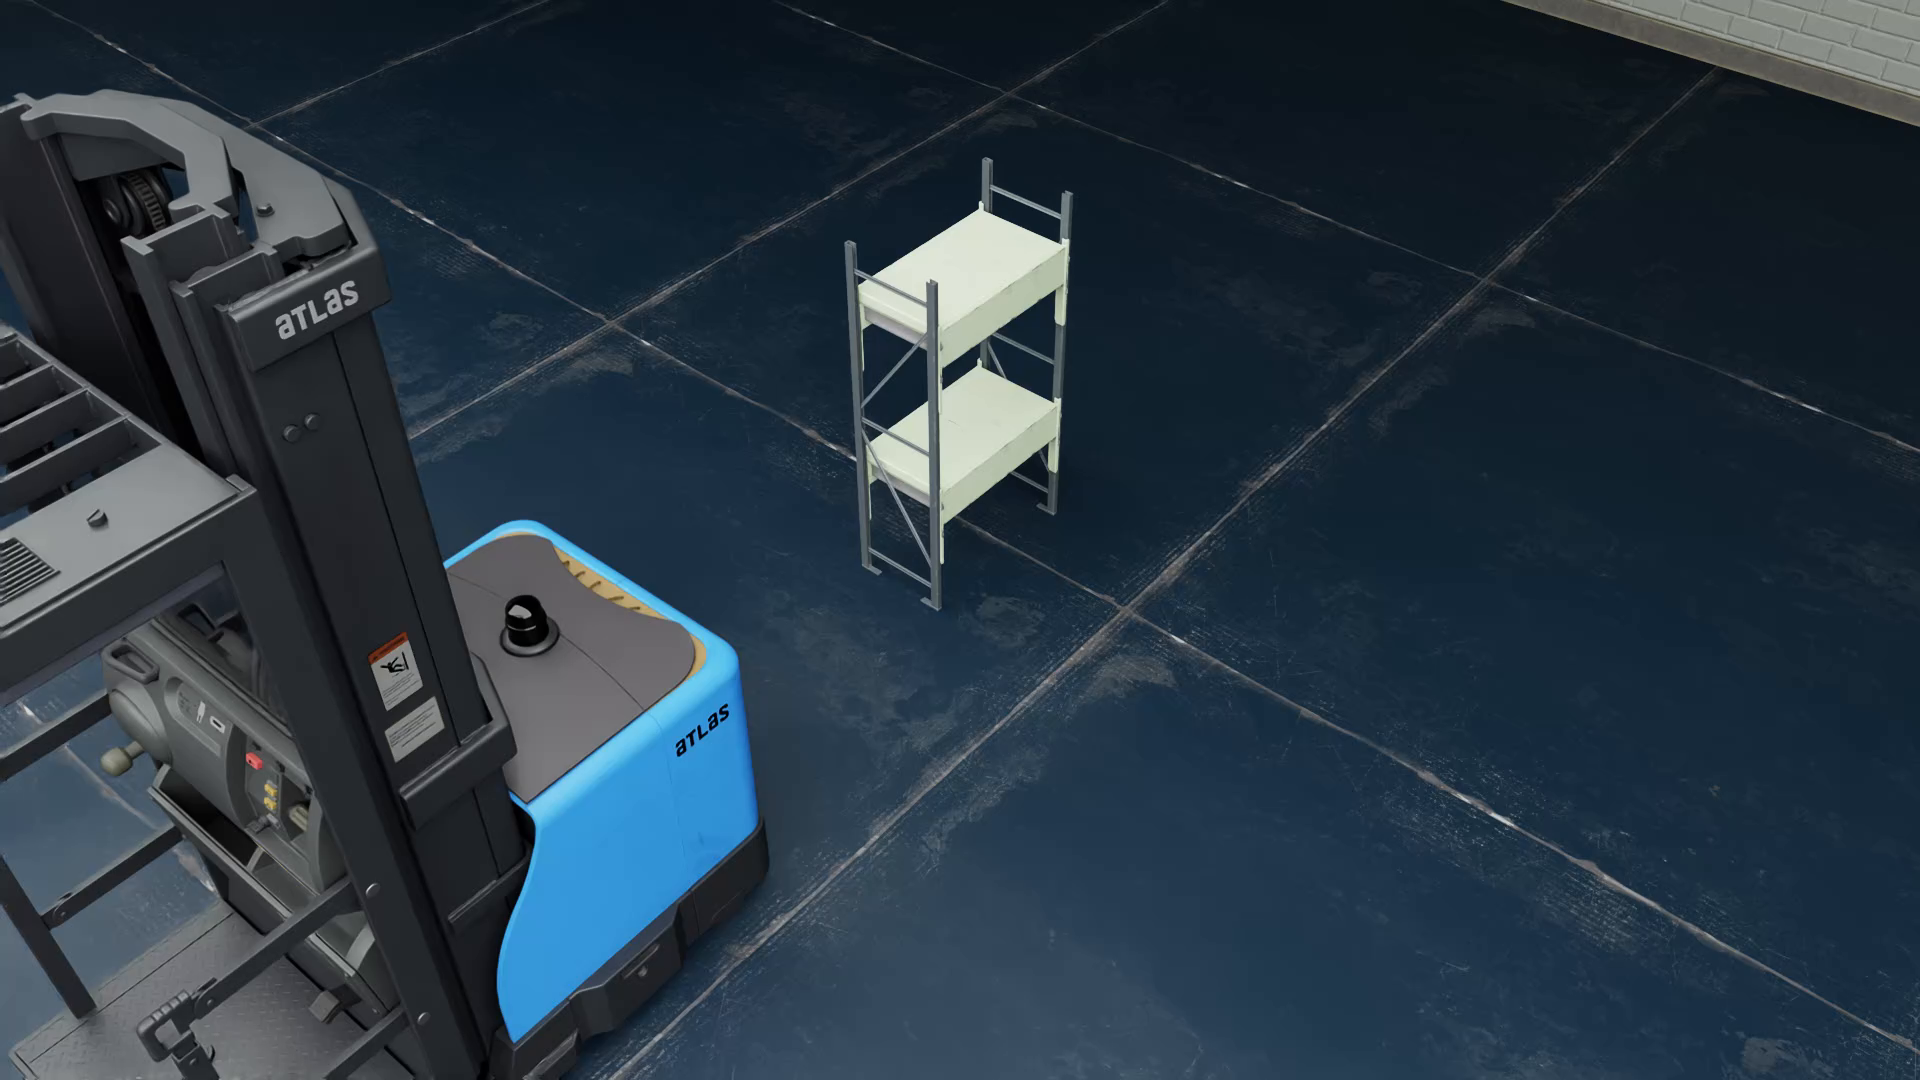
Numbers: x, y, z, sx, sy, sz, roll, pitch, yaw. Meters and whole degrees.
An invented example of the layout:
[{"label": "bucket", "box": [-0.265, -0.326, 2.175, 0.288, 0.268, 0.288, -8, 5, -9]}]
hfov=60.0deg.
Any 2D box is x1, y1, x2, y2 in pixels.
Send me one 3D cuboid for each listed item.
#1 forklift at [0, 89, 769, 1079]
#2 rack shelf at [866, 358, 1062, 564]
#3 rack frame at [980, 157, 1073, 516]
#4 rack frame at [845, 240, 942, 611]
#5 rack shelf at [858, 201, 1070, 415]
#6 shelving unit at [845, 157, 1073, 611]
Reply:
[{"label": "forklift", "box": [-1.947, 0.593, 3.919, 1.130, 2.935, 3.031, 29, 50, 28]}, {"label": "rack shelf", "box": [0.004, -0.317, 6.469, 0.431, 0.370, 0.720, 29, 50, 28]}, {"label": "rack frame", "box": [0.240, -0.747, 6.457, 0.400, 1.500, 0.023, 29, 50, 28]}, {"label": "rack frame", "box": [-0.231, -0.370, 6.042, 0.400, 1.500, 0.023, 29, 50, 28]}, {"label": "rack shelf", "box": [0.004, -0.847, 5.987, 0.431, 0.370, 0.720, 29, 50, 28]}, {"label": "shelving unit", "box": [0.004, -0.558, 6.249, 0.431, 1.500, 0.755, 29, 50, 28]}]
